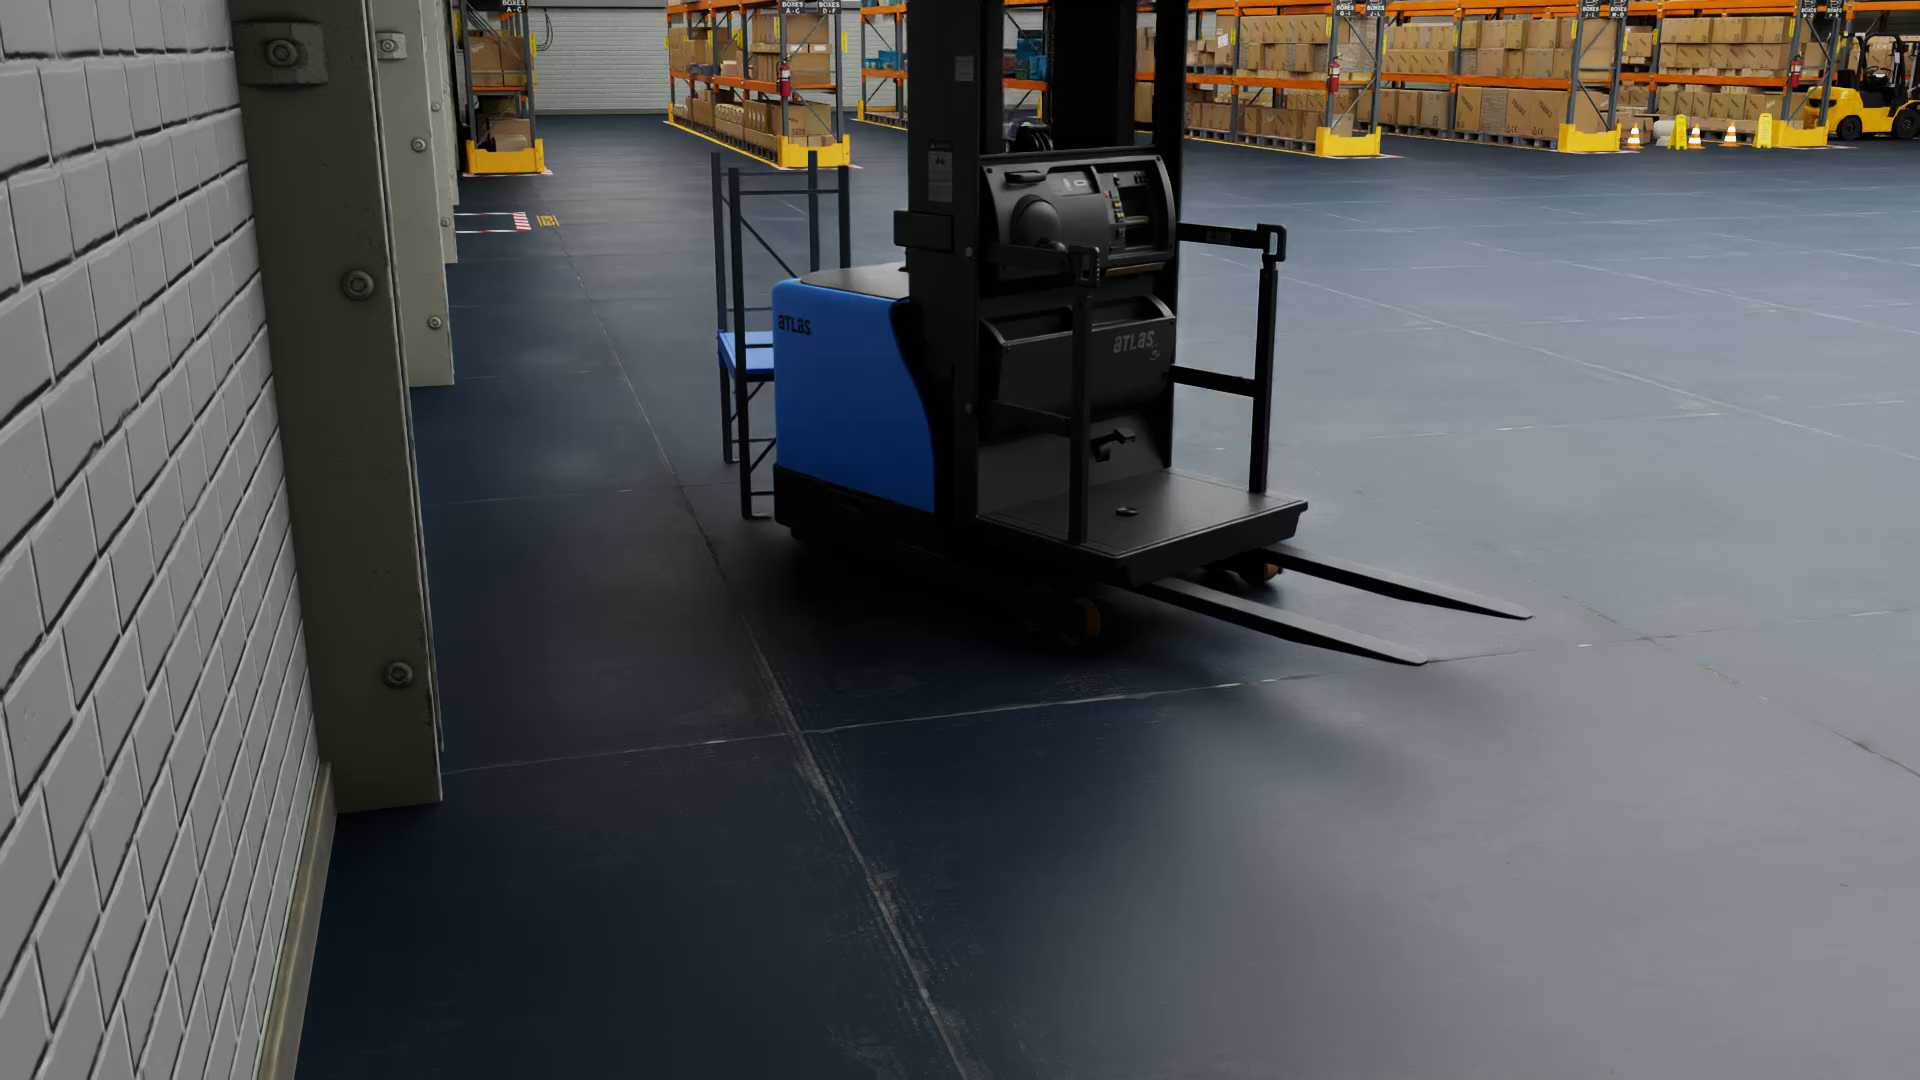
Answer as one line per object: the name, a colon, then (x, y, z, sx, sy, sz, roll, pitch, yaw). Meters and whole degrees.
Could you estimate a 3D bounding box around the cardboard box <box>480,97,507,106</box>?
cardboard box: (-8.785, -8.222, 31.386, 0.500, 0.250, 0.500, -5, 17, -17)

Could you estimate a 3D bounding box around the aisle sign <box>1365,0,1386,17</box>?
aisle sign: (7.397, -9.702, 29.517, 0.394, 0.787, 0.004, -5, 17, -15)

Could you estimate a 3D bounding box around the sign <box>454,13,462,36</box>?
sign: (-7.736, -7.943, 25.618, 0.100, 0.325, 0.005, -5, 17, -15)

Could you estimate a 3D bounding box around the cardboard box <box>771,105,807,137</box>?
cardboard box: (-2.868, -7.036, 27.908, 0.500, 0.500, 0.500, -5, 17, -15)

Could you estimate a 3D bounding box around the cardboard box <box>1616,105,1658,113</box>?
cardboard box: (15.173, -9.626, 37.622, 0.950, 0.372, 0.625, -4, 17, -12)

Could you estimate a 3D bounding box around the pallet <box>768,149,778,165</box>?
pallet: (-2.685, -6.541, 28.360, 1.003, 0.211, 1.213, -5, 17, -15)

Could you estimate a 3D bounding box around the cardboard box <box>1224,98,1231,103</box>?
cardboard box: (7.409, -11.973, 45.305, 0.380, 0.149, 0.250, -5, 17, -16)

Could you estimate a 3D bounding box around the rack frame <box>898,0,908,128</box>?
rack frame: (-0.969, -11.378, 39.616, 1.000, 3.000, 0.127, -5, 17, -15)

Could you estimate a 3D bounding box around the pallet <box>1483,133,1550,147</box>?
pallet: (11.261, -8.031, 33.320, 1.003, 0.211, 1.213, -5, 17, -15)

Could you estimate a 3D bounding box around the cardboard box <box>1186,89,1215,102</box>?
cardboard box: (5.261, -9.707, 36.330, 0.500, 0.250, 0.500, -3, 17, -9)

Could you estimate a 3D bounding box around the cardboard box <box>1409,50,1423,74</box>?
cardboard box: (10.110, -10.371, 36.091, 0.500, 0.500, 0.500, -5, 17, -15)

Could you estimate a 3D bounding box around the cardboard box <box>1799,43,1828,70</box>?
cardboard box: (16.756, -9.577, 32.930, 0.500, 0.500, 0.500, -5, 17, -16)

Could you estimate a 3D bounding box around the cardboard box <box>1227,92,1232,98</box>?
cardboard box: (7.446, -12.042, 45.020, 0.380, 0.149, 0.250, -5, 17, -15)

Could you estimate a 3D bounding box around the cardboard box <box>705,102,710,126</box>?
cardboard box: (-5.258, -9.278, 36.205, 0.500, 0.500, 0.500, -5, 18, -17)

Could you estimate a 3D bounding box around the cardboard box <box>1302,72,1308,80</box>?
cardboard box: (6.574, -8.597, 30.795, 0.380, 0.149, 0.250, -5, 17, -15)

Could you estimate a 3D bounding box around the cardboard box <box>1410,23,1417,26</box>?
cardboard box: (12.440, -13.944, 45.121, 0.380, 0.149, 0.250, -5, 17, -17)

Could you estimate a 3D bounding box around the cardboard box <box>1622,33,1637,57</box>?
cardboard box: (15.035, -10.978, 36.865, 0.500, 0.500, 0.500, -5, 17, -15)

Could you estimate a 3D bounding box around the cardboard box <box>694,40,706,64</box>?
cardboard box: (-5.567, -10.902, 37.129, 0.700, 0.500, 0.500, -2, 17, -6)

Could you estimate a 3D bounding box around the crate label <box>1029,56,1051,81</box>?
crate label: (1.563, -8.563, 30.184, 0.502, 0.435, 0.616, -5, 17, -15)

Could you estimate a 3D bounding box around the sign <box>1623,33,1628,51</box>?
sign: (12.423, -9.309, 31.086, 0.100, 0.325, 0.005, -5, 17, -15)

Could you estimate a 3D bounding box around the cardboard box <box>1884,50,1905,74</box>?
cardboard box: (20.462, -10.355, 36.038, 0.500, 0.500, 0.500, -5, 17, -16)

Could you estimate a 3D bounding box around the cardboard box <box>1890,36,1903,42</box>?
cardboard box: (20.401, -10.839, 36.003, 0.380, 0.149, 0.250, -5, 17, -16)

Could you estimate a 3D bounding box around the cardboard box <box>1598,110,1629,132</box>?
cardboard box: (13.438, -8.647, 34.627, 0.797, 0.637, 0.503, -5, 17, -15)

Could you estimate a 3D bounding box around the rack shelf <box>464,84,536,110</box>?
rack shelf: (-7.746, -7.484, 27.903, 1.077, 0.370, 4.000, -5, 17, -15)

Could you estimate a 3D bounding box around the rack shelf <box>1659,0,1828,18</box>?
rack shelf: (16.070, -10.879, 33.991, 1.077, 0.370, 4.000, -5, 17, -15)

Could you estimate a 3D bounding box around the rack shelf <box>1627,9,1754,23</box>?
rack shelf: (18.643, -13.485, 42.668, 1.077, 0.370, 4.000, -5, 17, -15)

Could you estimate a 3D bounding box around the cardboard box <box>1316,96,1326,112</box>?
cardboard box: (8.957, -10.481, 40.247, 0.500, 0.500, 0.500, -6, 18, -18)

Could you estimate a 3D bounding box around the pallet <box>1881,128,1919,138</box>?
pallet: (20.809, -8.837, 36.003, 1.003, 0.211, 1.213, -5, 17, -15)

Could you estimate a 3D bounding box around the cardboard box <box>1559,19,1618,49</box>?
cardboard box: (11.823, -9.509, 31.257, 0.875, 0.550, 0.550, -5, 17, -15)

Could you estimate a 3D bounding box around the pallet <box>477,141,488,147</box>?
pallet: (-8.511, -7.261, 30.759, 1.003, 0.211, 1.213, -5, 17, -15)

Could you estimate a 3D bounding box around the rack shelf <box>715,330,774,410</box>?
rack shelf: (-0.818, -0.804, 7.645, 0.538, 0.185, 1.000, -4, 17, -12)

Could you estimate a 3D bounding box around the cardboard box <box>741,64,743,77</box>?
cardboard box: (-3.952, -8.939, 31.729, 0.396, 0.266, 0.258, -5, 17, -17)

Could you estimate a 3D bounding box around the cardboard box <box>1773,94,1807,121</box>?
cardboard box: (16.657, -8.729, 33.542, 0.500, 0.500, 0.500, -5, 18, -17)

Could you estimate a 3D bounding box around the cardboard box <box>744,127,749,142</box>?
cardboard box: (-3.698, -7.506, 30.777, 0.500, 0.250, 0.500, -5, 17, -15)

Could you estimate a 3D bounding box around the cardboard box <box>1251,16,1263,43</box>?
cardboard box: (6.010, -9.943, 32.410, 0.500, 0.500, 0.500, -5, 17, -15)

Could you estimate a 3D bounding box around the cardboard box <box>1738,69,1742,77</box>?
cardboard box: (16.050, -9.485, 33.750, 0.380, 0.149, 0.250, -4, 17, -14)

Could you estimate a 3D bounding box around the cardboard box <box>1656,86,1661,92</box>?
cardboard box: (18.355, -11.785, 43.457, 0.380, 0.149, 0.250, -4, 17, -13)

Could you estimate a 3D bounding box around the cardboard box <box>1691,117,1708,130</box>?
cardboard box: (15.729, -8.746, 34.905, 0.500, 0.250, 0.500, -5, 17, -16)

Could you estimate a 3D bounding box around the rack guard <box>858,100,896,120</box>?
rack guard: (-2.087, -11.293, 43.678, 1.175, 0.500, 0.348, -5, 17, -15)

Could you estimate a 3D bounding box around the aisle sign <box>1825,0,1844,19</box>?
aisle sign: (16.935, -10.486, 32.128, 0.394, 0.787, 0.004, -5, 17, -15)

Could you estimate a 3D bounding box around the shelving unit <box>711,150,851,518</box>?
shelving unit: (-0.818, -0.976, 7.593, 0.538, 1.500, 1.048, -4, 17, -12)

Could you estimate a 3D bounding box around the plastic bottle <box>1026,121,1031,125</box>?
plastic bottle: (1.272, -7.630, 30.978, 0.144, 0.351, 0.185, -4, 17, -13)

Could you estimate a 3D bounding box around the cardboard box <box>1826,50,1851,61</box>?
cardboard box: (19.911, -11.017, 37.805, 0.500, 0.250, 0.500, -5, 17, -16)

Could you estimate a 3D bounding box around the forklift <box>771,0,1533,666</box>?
forklift: (0.587, -1.205, 5.870, 1.130, 2.935, 3.031, -15, 22, -40)

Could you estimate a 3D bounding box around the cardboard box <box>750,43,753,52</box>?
cardboard box: (-3.646, -9.043, 30.543, 0.380, 0.149, 0.250, -5, 17, -15)

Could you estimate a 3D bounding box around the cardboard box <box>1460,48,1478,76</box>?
cardboard box: (10.902, -9.891, 34.407, 0.875, 0.550, 0.550, -5, 17, -15)

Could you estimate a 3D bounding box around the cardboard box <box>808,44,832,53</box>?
cardboard box: (-2.336, -8.152, 27.576, 0.380, 0.149, 0.250, -5, 17, -16)

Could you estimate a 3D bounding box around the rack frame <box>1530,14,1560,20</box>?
rack frame: (16.994, -14.053, 48.521, 1.000, 3.000, 0.127, -5, 17, -15)

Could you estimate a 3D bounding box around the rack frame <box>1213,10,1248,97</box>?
rack frame: (7.491, -13.240, 45.815, 1.000, 3.000, 0.127, -5, 17, -15)

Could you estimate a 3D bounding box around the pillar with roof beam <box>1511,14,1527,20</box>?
pillar with roof beam: (12.980, -17.403, 49.245, 9.100, 9.000, 0.400, -5, 17, -15)

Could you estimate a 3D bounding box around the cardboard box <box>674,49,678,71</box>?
cardboard box: (-6.681, -11.717, 40.570, 0.500, 0.500, 0.500, -5, 17, -15)

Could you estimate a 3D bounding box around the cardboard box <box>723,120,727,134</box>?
cardboard box: (-4.484, -8.315, 33.468, 0.500, 0.250, 0.500, -5, 17, -17)
